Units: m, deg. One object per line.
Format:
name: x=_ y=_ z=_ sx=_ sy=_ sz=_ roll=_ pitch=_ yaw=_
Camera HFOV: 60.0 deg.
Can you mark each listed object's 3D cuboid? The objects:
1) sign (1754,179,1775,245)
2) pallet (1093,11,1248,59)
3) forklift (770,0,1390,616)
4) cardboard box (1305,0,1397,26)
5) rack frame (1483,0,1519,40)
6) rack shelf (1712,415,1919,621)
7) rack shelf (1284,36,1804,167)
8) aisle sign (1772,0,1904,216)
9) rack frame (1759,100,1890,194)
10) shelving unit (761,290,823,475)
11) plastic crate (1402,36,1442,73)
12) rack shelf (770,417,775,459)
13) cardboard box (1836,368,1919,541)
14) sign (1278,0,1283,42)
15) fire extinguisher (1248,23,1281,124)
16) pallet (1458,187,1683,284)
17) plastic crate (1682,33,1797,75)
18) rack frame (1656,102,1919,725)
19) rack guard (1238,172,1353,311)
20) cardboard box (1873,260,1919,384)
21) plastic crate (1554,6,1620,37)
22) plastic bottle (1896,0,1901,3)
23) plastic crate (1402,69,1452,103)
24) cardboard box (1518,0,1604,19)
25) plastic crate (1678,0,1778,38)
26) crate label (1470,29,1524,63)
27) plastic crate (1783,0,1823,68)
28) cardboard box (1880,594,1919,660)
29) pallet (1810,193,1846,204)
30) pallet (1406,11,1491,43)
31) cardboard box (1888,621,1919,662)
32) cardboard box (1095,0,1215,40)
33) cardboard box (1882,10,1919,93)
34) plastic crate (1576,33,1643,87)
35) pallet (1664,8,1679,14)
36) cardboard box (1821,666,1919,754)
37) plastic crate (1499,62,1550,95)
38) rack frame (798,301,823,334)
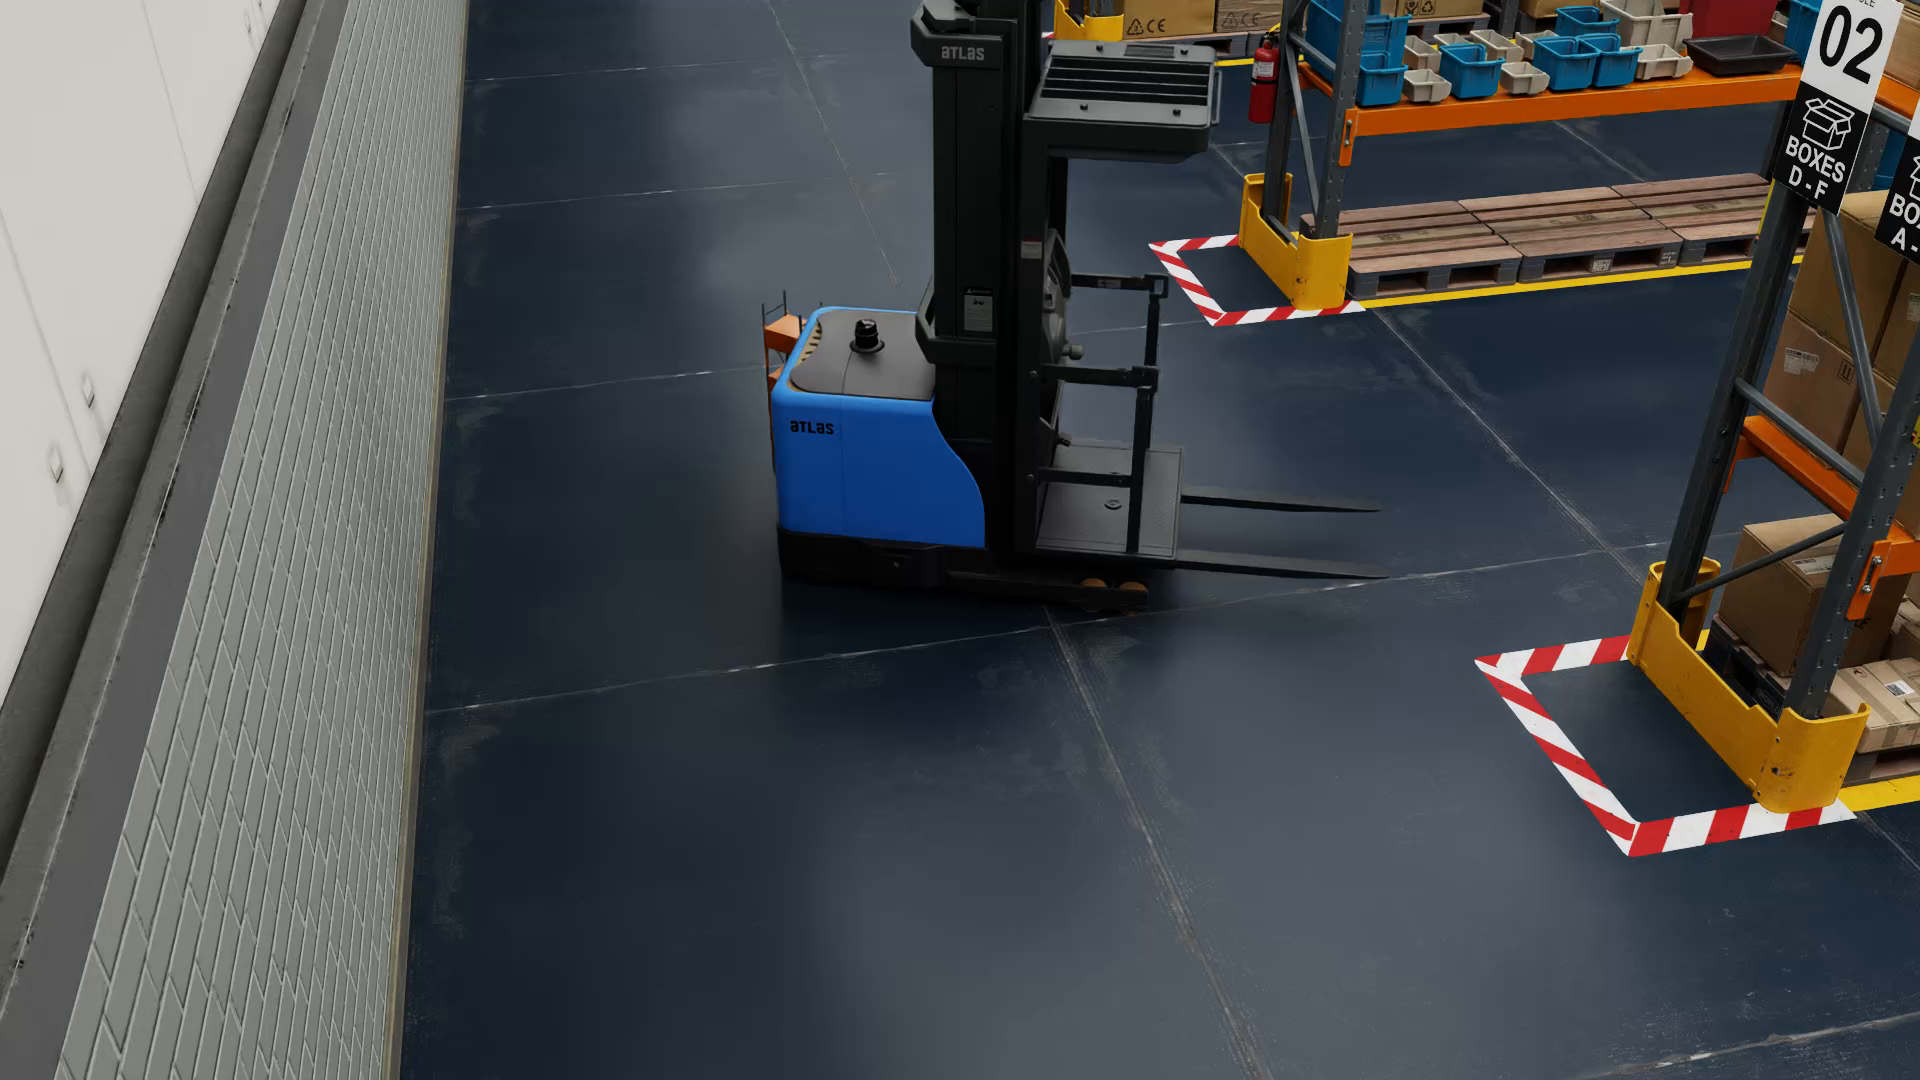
sign: x=3.281 y=-1.327 z=6.713 sx=0.005 sy=0.325 sz=0.100 roll=-7 pitch=35 yaw=-11
pallet: x=1.965 y=-4.778 z=15.681 sx=1.213 sy=0.211 sz=1.003 roll=-7 pitch=35 yaw=-11
forklift: x=0.644 y=-1.163 z=7.852 sx=3.031 sy=2.935 sz=1.130 roll=5 pitch=34 yaw=7
cardboard box: x=3.564 y=-5.431 z=15.681 sx=0.875 sy=0.875 sz=0.875 roll=-7 pitch=35 yaw=-11
rack frame: x=5.104 y=-6.287 z=15.427 sx=0.127 sy=3.000 sz=1.000 roll=-7 pitch=35 yaw=-11
rack shelf: x=5.335 y=-0.358 z=7.237 sx=4.000 sy=0.370 sz=1.077 roll=-7 pitch=35 yaw=-11
rack shelf: x=4.246 y=-3.051 z=11.250 sx=4.000 sy=0.370 sz=1.077 roll=-7 pitch=35 yaw=-11
aisle sign: x=3.250 y=-1.648 z=6.182 sx=0.004 sy=0.787 sz=0.394 roll=-7 pitch=35 yaw=-11
rack frame: x=6.196 y=-3.595 z=11.416 sx=0.127 sy=3.000 sz=1.000 roll=-7 pitch=35 yaw=-11
shelving unit: x=-0.882 y=-0.811 z=9.015 sx=0.252 sy=1.050 sz=0.215 roll=20 pitch=39 yaw=27
plastic crate: x=3.050 y=-3.218 z=11.036 sx=0.243 sy=0.136 sz=0.396 roll=-7 pitch=35 yaw=-11
rack shelf: x=-0.882 y=-0.572 z=9.177 sx=0.240 sy=0.259 sz=0.215 roll=20 pitch=39 yaw=27
cardboard box: x=3.875 y=-0.364 z=6.510 sx=0.500 sy=0.500 sz=0.500 roll=-6 pitch=34 yaw=-10
sign: x=2.158 y=-3.468 z=11.080 sx=0.005 sy=0.325 sz=0.100 roll=-7 pitch=35 yaw=-11
fire extinguisher: x=2.048 y=-3.145 z=11.149 sx=0.183 sy=0.674 sz=0.296 roll=-7 pitch=35 yaw=-11
pallet: x=4.295 y=-2.174 z=11.800 sx=1.213 sy=0.211 sz=1.003 roll=-7 pitch=35 yaw=-11
plastic crate: x=5.164 y=-3.222 z=11.053 sx=0.590 sy=0.125 sz=0.437 roll=-7 pitch=35 yaw=-11
rack frame: x=3.384 y=-0.411 z=6.670 sx=0.127 sy=3.000 sz=1.000 roll=-7 pitch=35 yaw=-11
rack guard: x=2.274 y=-2.056 z=11.364 sx=0.348 sy=0.500 sz=1.175 roll=-7 pitch=35 yaw=-11
cardboard box: x=3.875 y=-0.779 z=6.232 sx=0.500 sy=0.500 sz=0.500 roll=-6 pitch=34 yaw=-9
plastic crate: x=4.241 y=-3.451 z=11.297 sx=0.300 sy=0.233 sz=0.416 roll=-7 pitch=35 yaw=-11
plastic bottle: x=6.725 y=-3.824 z=11.861 sx=0.133 sy=0.283 sz=0.061 roll=-7 pitch=35 yaw=-11
plastic crate: x=2.939 y=-2.865 z=10.510 sx=0.298 sy=0.136 sz=0.250 roll=-7 pitch=35 yaw=-11
cardboard box: x=5.724 y=-5.669 z=16.035 sx=0.875 sy=0.875 sz=1.225 roll=-7 pitch=35 yaw=-10
plastic crate: x=5.270 y=-3.673 z=11.421 sx=0.583 sy=0.464 sz=0.402 roll=-7 pitch=35 yaw=-11
crate label: x=3.602 y=-3.293 z=11.148 sx=0.243 sy=0.136 sz=0.396 roll=-7 pitch=35 yaw=-11
plastic crate: x=5.816 y=-3.371 z=11.042 sx=0.575 sy=0.384 sz=0.392 roll=-7 pitch=35 yaw=-11
cardboard box: x=4.275 y=0.381 z=7.638 sx=0.250 sy=0.166 sz=0.380 roll=-7 pitch=35 yaw=-11
pallet: x=6.958 y=-2.510 z=12.300 sx=1.213 sy=0.211 sz=1.003 roll=-7 pitch=35 yaw=-11
pallet: x=4.345 y=-5.078 z=16.128 sx=1.213 sy=0.211 sz=1.003 roll=-7 pitch=35 yaw=-11
cardboard box: x=4.465 y=0.574 z=7.275 sx=0.500 sy=0.250 sz=0.500 roll=-7 pitch=35 yaw=-11
cardboard box: x=1.809 y=-5.210 z=15.351 sx=0.875 sy=0.875 sz=0.875 roll=-7 pitch=35 yaw=-11
cardboard box: x=3.827 y=-1.801 z=6.184 sx=0.500 sy=0.250 sz=0.500 roll=-7 pitch=35 yaw=-11
plastic crate: x=4.185 y=-3.109 z=10.788 sx=0.300 sy=0.233 sz=0.416 roll=-7 pitch=35 yaw=-11
pallet: x=7.032 y=-5.417 z=16.633 sx=1.213 sy=0.211 sz=1.003 roll=-7 pitch=35 yaw=-11
cardboard box: x=3.868 y=0.726 z=7.141 sx=0.250 sy=0.149 sz=0.380 roll=-7 pitch=35 yaw=-11
plastic crate: x=3.601 y=-2.948 z=10.634 sx=0.298 sy=0.136 sz=0.250 roll=-7 pitch=35 yaw=-11
rack frame: x=-0.779 y=-0.774 z=8.961 sx=0.008 sy=1.050 sz=0.200 roll=20 pitch=39 yaw=27
